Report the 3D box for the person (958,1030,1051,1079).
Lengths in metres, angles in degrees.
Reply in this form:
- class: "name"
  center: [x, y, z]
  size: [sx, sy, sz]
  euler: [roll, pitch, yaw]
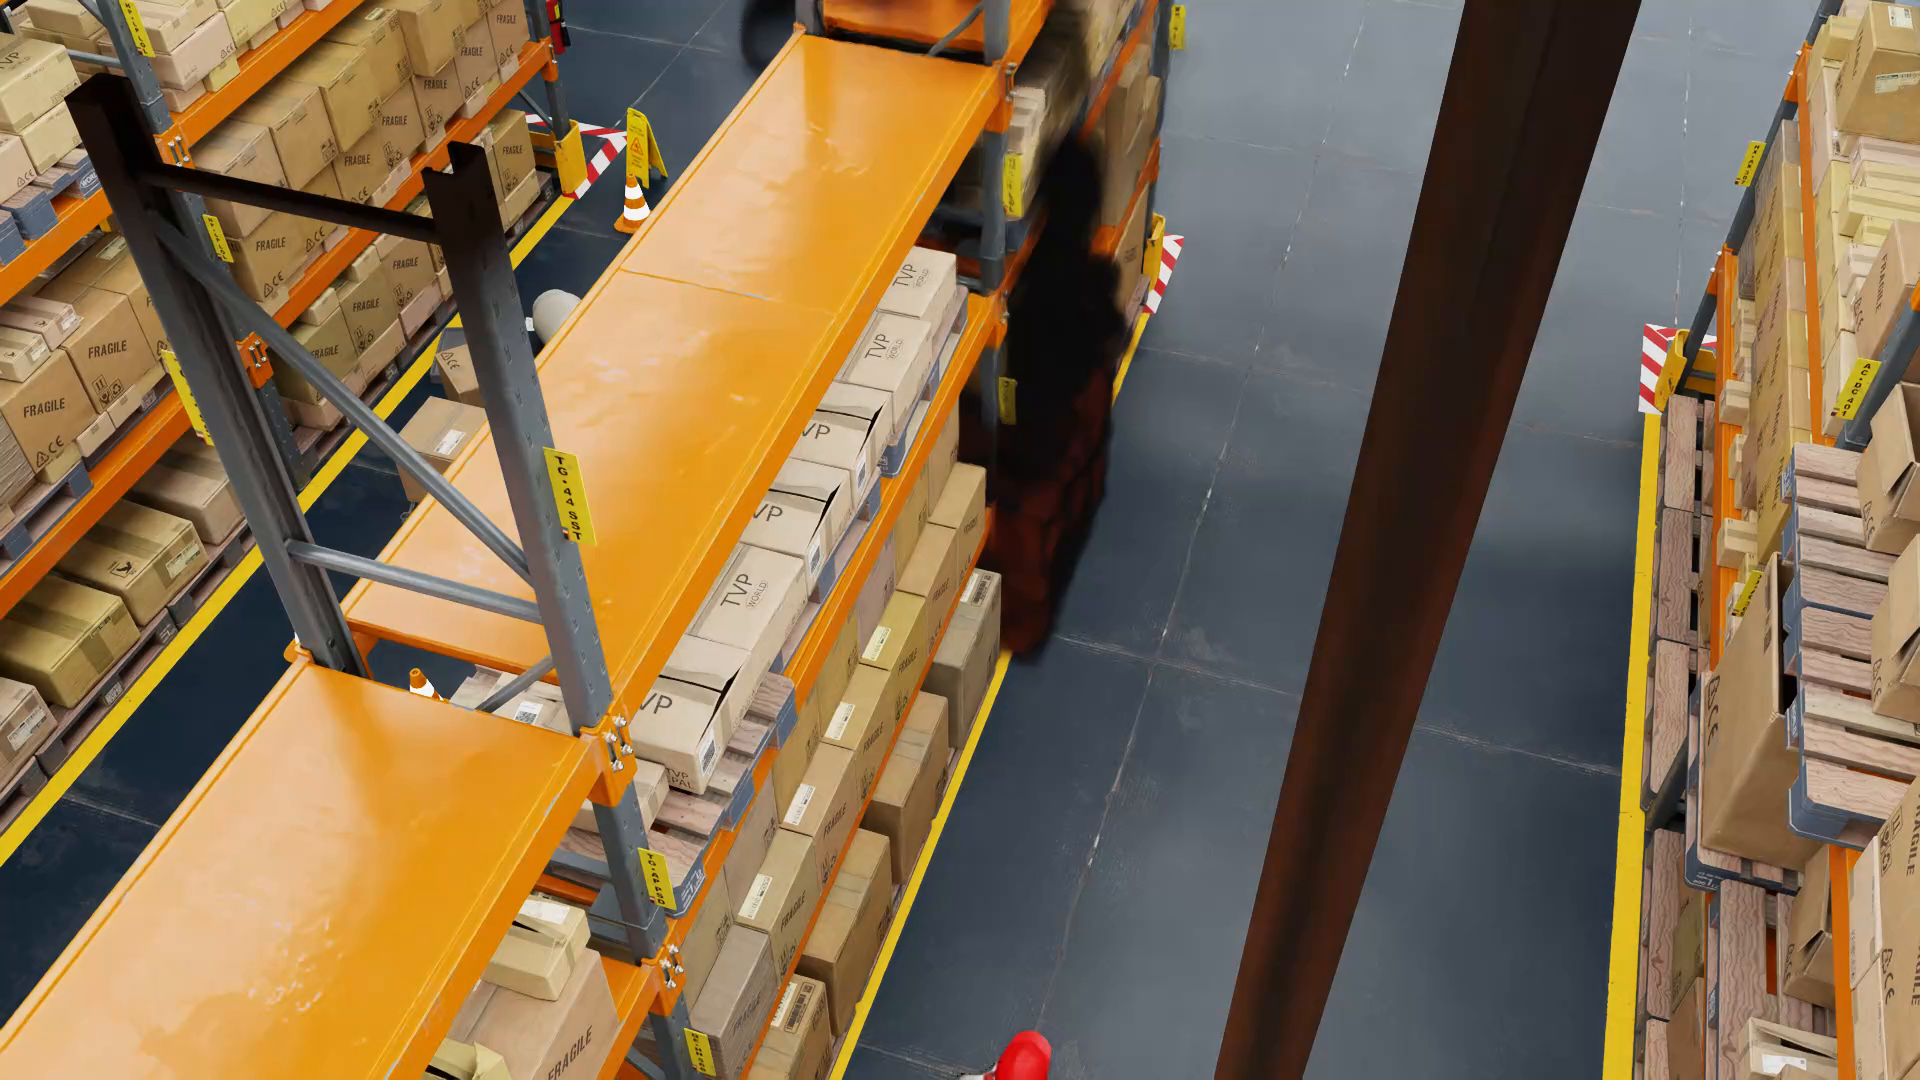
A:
- class: "person"
  center: [0.211, 2.655, 7.030]
  size: [0.639, 1.793, 0.785]
  euler: [14, 47, 13]
